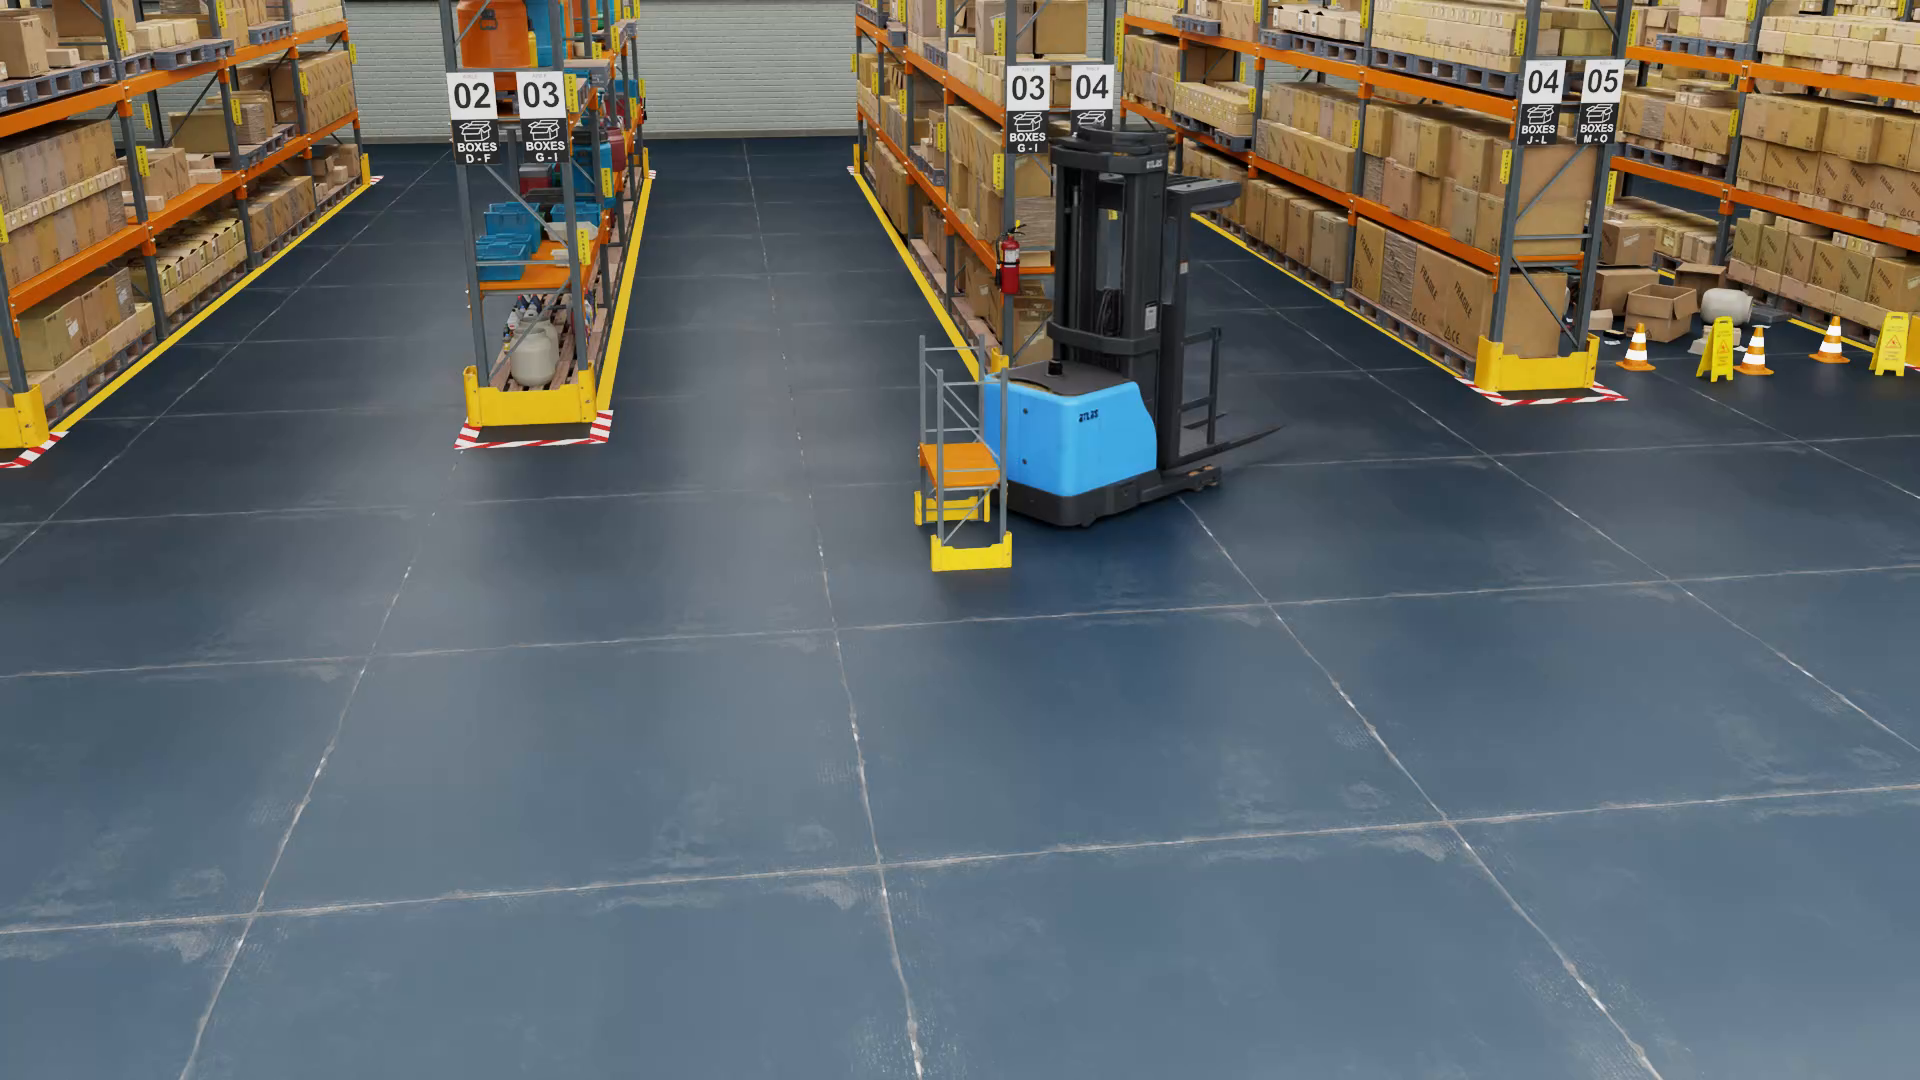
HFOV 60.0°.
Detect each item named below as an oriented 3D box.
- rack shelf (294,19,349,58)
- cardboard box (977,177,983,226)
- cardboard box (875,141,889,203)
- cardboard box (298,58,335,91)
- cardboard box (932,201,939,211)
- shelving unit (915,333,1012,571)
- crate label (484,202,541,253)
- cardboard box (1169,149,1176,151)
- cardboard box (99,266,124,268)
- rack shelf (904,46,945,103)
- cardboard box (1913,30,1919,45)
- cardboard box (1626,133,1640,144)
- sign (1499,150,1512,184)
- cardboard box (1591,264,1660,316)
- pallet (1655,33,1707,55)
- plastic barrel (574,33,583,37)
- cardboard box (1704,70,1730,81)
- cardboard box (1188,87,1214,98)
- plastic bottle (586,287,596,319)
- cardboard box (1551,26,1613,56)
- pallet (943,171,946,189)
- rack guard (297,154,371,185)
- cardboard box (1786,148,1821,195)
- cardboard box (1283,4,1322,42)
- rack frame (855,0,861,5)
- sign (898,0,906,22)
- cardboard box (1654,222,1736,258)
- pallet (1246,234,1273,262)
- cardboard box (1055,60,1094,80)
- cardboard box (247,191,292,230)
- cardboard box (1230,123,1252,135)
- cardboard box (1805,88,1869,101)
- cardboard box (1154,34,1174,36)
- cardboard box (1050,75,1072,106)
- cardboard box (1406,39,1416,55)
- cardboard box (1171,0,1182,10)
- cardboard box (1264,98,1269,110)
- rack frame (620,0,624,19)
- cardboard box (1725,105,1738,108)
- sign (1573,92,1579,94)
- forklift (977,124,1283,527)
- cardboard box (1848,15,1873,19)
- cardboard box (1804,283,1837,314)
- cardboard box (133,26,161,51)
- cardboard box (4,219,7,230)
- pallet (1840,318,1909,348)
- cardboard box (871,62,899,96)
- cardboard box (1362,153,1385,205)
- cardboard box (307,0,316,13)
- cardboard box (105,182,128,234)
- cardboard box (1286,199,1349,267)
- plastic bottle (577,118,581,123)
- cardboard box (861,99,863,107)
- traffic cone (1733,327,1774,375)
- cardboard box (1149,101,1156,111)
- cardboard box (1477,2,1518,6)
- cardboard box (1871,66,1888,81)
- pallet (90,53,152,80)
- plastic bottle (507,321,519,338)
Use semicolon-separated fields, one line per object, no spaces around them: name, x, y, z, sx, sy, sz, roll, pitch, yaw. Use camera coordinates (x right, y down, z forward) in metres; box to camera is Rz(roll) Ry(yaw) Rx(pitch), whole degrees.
rack shelf;-10.908;-8.192;27.103;1.077;0.370;4.000;-3;21;-8
cardboard box;0.641;-3.495;17.219;0.875;0.500;0.500;-3;21;-8
cardboard box;-0.704;-5.910;26.690;1.225;0.875;0.875;-3;21;-8
cardboard box;-10.633;-7.659;27.364;0.500;0.500;0.500;-2;21;-6
cardboard box;-0.113;-4.701;22.886;0.500;0.250;0.500;-2;21;-6
shelving unit;0.011;-0.676;12.383;0.587;1.500;1.083;-3;21;-8
crate label;-4.521;-3.165;16.853;0.502;0.435;0.616;-3;21;-8
cardboard box;3.588;-6.750;29.125;0.380;0.149;0.250;-4;21;-10
cardboard box;-9.808;-2.958;18.878;0.500;0.311;0.500;-3;21;-8
rack shelf;0.049;-5.920;21.021;1.077;0.370;4.000;-3;21;-8
cardboard box;10.340;-5.307;17.570;0.380;0.149;0.250;-3;21;-7
cardboard box;9.562;-5.629;23.259;0.380;0.149;0.250;-2;21;-5
sign;5.297;-3.621;16.130;0.100;0.325;0.005;-3;21;-8
cardboard box;7.819;-2.973;19.762;0.797;0.637;0.503;-3;21;-8
pallet;10.007;-6.555;21.960;1.213;0.211;1.003;-3;21;-8
plastic barrel;-5.055;-6.544;21.886;0.294;0.245;0.294;0;20;0
cardboard box;13.950;-8.630;30.254;0.500;0.500;0.500;-3;21;-9
cardboard box;3.822;-7.071;26.270;0.380;0.149;0.250;-3;21;-8
plastic bottle;-4.186;-2.667;18.726;0.144;0.351;0.185;-3;21;-9
cardboard box;6.021;-4.888;16.275;0.500;0.250;0.500;-3;21;-8
pallet;0.371;-4.342;20.328;1.003;0.211;1.213;-3;21;-8
rack guard;-11.185;-6.619;29.723;1.175;0.500;0.348;-3;21;-8
cardboard box;10.086;-4.332;19.460;0.500;0.500;0.500;-3;21;-8
cardboard box;4.864;-7.423;23.873;0.500;0.500;0.500;-3;21;-8
rack frame;-1.393;-11.125;29.641;1.000;3.000;0.127;-3;21;-8
sign;-0.790;-7.204;22.578;0.100;0.325;0.005;-3;21;-8
cardboard box;9.958;-4.055;22.443;0.950;0.372;0.625;-2;21;-4
pallet;4.722;-4.177;23.597;1.003;0.211;1.213;-3;21;-8
cardboard box;1.103;-4.403;15.576;0.380;0.149;0.250;-3;21;-8
cardboard box;-10.055;-4.789;24.194;0.500;0.500;0.500;-4;21;-10
cardboard box;4.157;-5.986;24.216;0.380;0.149;0.250;-3;21;-7
cardboard box;14.060;-7.097;26.683;0.797;0.503;0.637;-3;21;-9
cardboard box;3.842;-9.038;30.631;0.500;0.500;0.500;-3;21;-9
cardboard box;1.100;-4.290;15.841;0.500;0.250;0.500;-2;21;-6
cardboard box;5.124;-5.411;18.244;0.380;0.149;0.250;-3;21;-9
cardboard box;3.788;-8.861;27.366;0.500;0.250;0.500;-4;21;-10
cardboard box;4.736;-6.465;24.648;0.380;0.149;0.250;-3;21;-8
rack frame;-5.717;-9.490;25.264;1.000;3.000;0.127;-3;21;-8
cardboard box;10.287;-5.393;21.699;0.500;0.500;0.500;-3;21;-8
sign;9.018;-6.558;24.332;0.100;0.325;0.005;-3;21;-8
forklift;1.549;-1.893;13.596;3.031;2.935;1.130;-19;27;-40
cardboard box;14.091;-7.970;25.697;0.500;0.250;0.500;-3;21;-8
cardboard box;10.190;-2.810;19.283;0.500;0.250;0.500;-4;21;-10
cardboard box;-9.681;-5.858;19.441;0.500;0.250;0.500;-5;21;-12
cardboard box;-8.733;-2.774;14.786;0.380;0.149;0.250;-3;21;-8
pallet;10.627;-2.278;18.513;1.003;0.211;1.213;-3;21;-8
cardboard box;-1.215;-7.669;27.680;0.500;0.500;0.500;-3;21;-7
cardboard box;5.325;-4.318;19.776;0.875;0.550;0.550;-3;21;-8
cardboard box;-10.578;-8.528;26.475;0.500;0.250;0.500;-3;21;-8
cardboard box;-9.396;-3.555;17.804;0.700;0.500;0.500;-3;21;-9
cardboard box;4.946;-4.062;21.921;1.050;0.750;0.750;-3;21;-8
plastic bottle;-5.982;-6.504;25.915;0.144;0.351;0.185;-3;21;-8
cardboard box;-1.554;-7.790;29.644;0.380;0.149;0.250;-3;21;-9
traffic cone;8.332;-1.996;17.400;0.336;0.463;0.334;-3;21;-8
cardboard box;3.537;-7.652;29.275;0.380;0.149;0.250;-3;21;-7
cardboard box;5.809;-5.732;17.965;0.380;0.149;0.250;-3;21;-8
cardboard box;10.235;-5.116;18.199;0.380;0.149;0.250;-3;21;-9
pallet;-9.606;-5.282;18.557;0.805;0.209;1.217;-4;21;-10
plastic bottle;-4.695;-2.158;17.470;0.152;0.276;0.135;-3;21;-7
